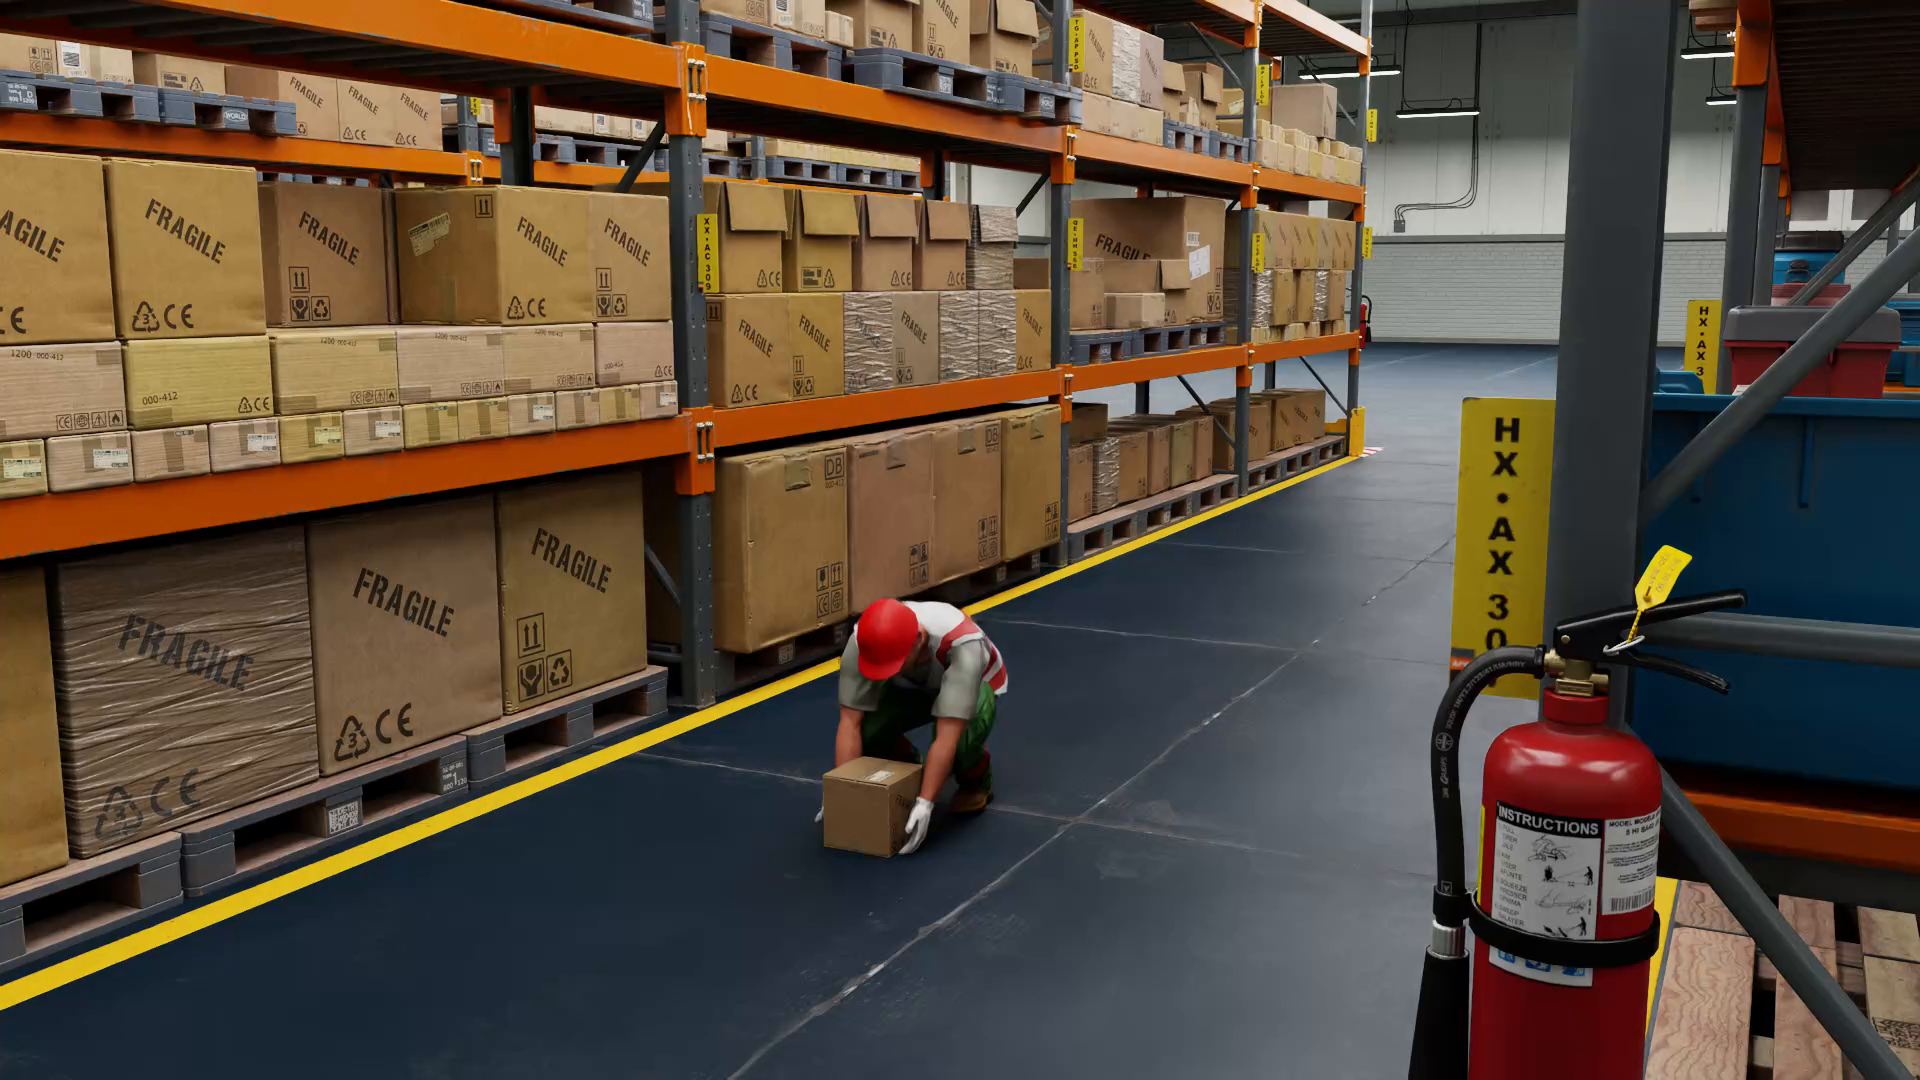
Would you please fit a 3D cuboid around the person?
[{"bbox_3d":[-0.132,0.574,5.813,0.557,0.877,0.896,4,10,26],"label":"person"}]
